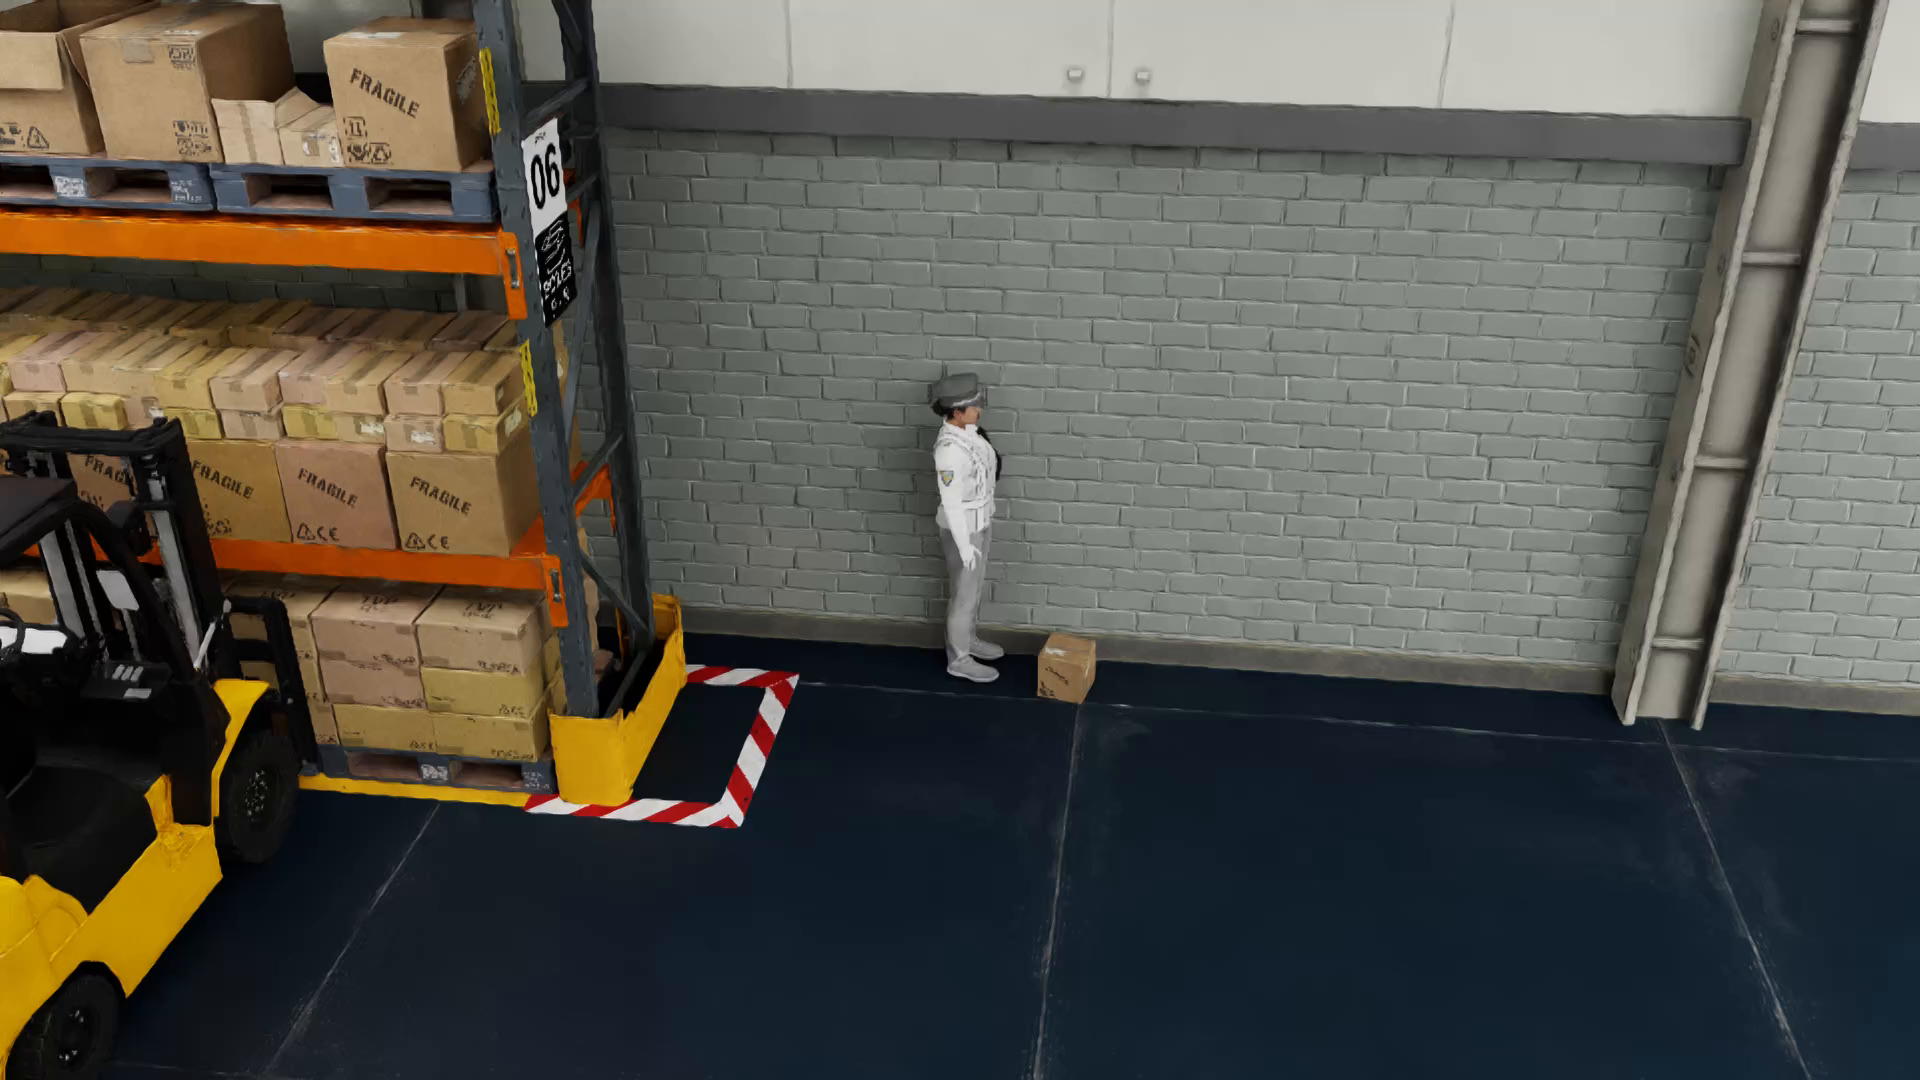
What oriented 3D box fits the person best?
[{"bbox_3d":[0.048,-0.073,8.685,0.385,1.685,0.491,7,29,12],"label":"person"}]
